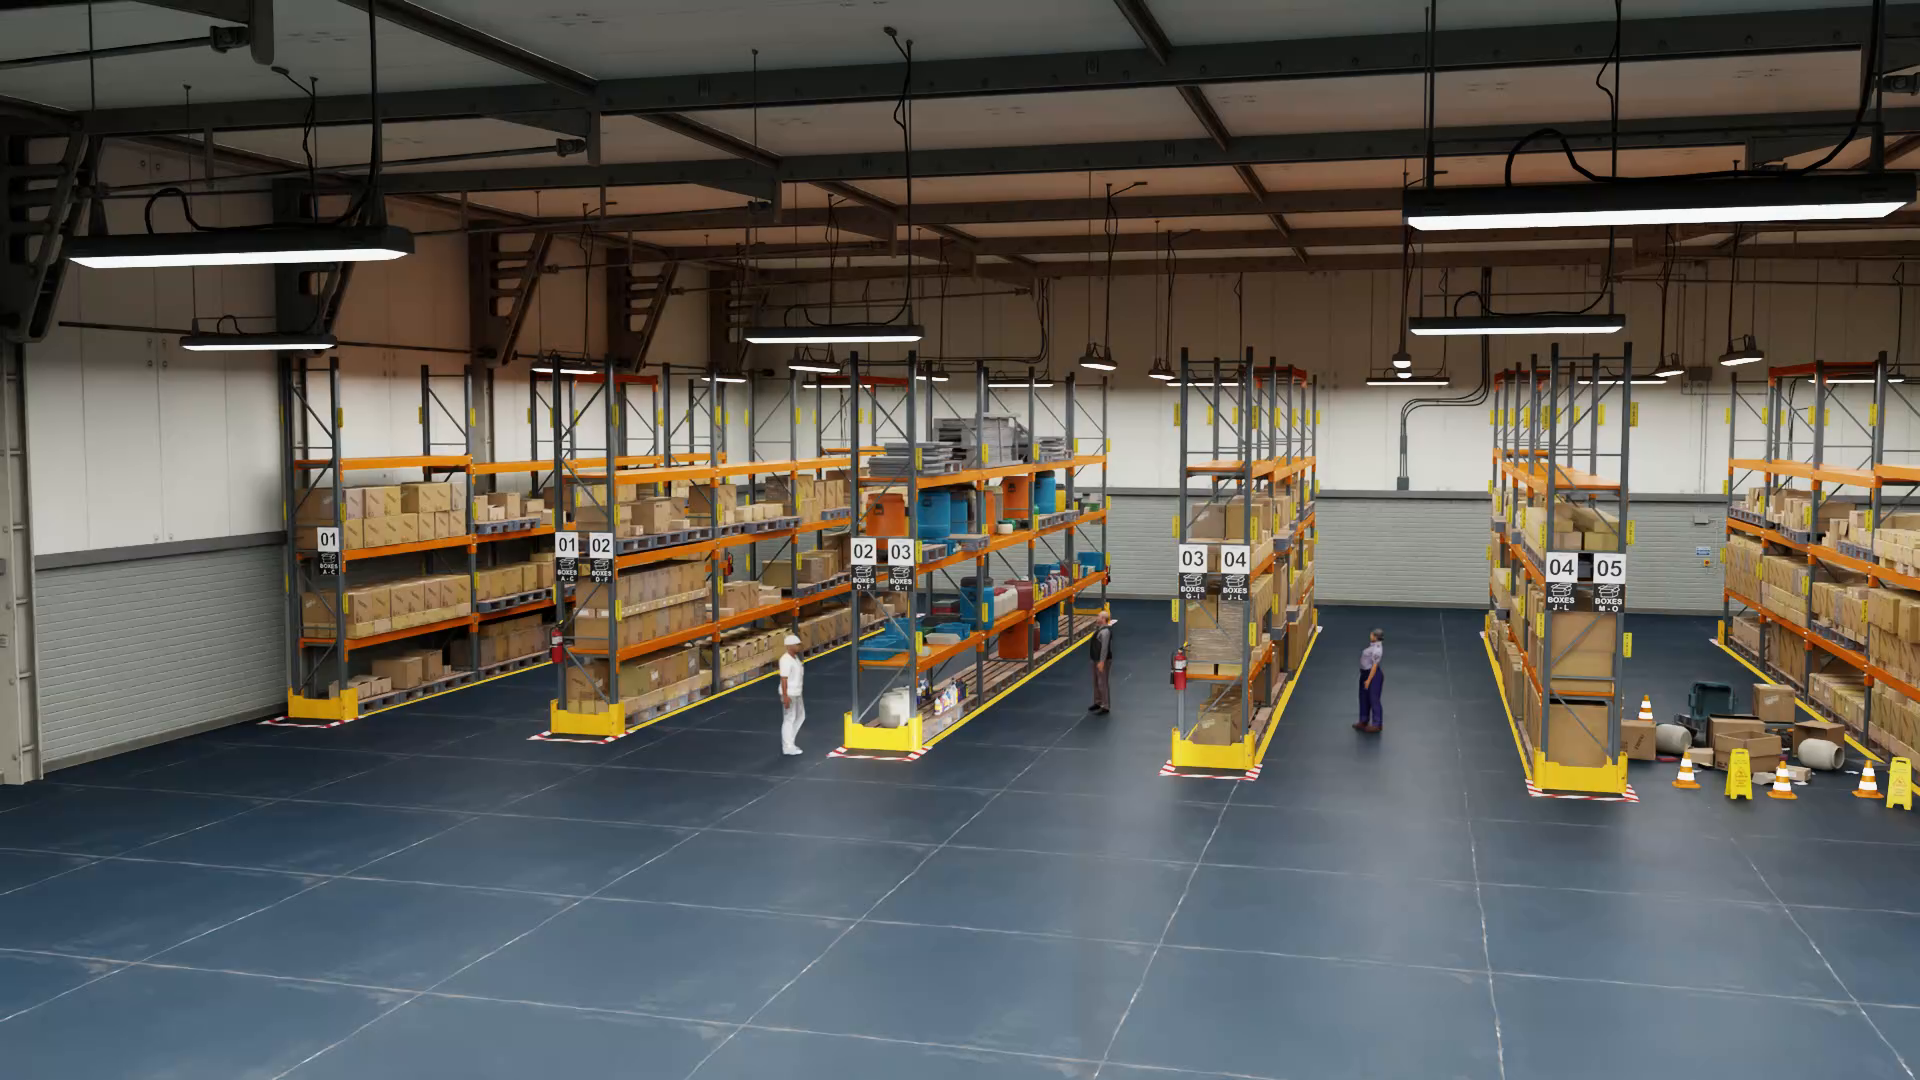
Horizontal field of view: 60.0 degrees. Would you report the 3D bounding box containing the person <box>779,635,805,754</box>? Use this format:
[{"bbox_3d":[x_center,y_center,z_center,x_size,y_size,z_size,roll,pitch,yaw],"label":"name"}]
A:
[{"bbox_3d":[-2.523,2.310,24.799,0.399,1.781,0.666,1,4,10],"label":"person"}]

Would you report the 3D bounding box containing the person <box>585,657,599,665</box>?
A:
[{"bbox_3d":[-6.475,2.019,29.758,0.646,1.574,0.574,4,6,42],"label":"person"}]

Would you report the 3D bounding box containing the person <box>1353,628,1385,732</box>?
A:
[{"bbox_3d":[6.571,2.229,26.654,0.437,1.623,0.536,-1,4,-10],"label":"person"}]

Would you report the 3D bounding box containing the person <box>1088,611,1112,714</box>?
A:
[{"bbox_3d":[2.392,2.063,28.230,0.394,1.726,0.574,-1,4,-13],"label":"person"}]
